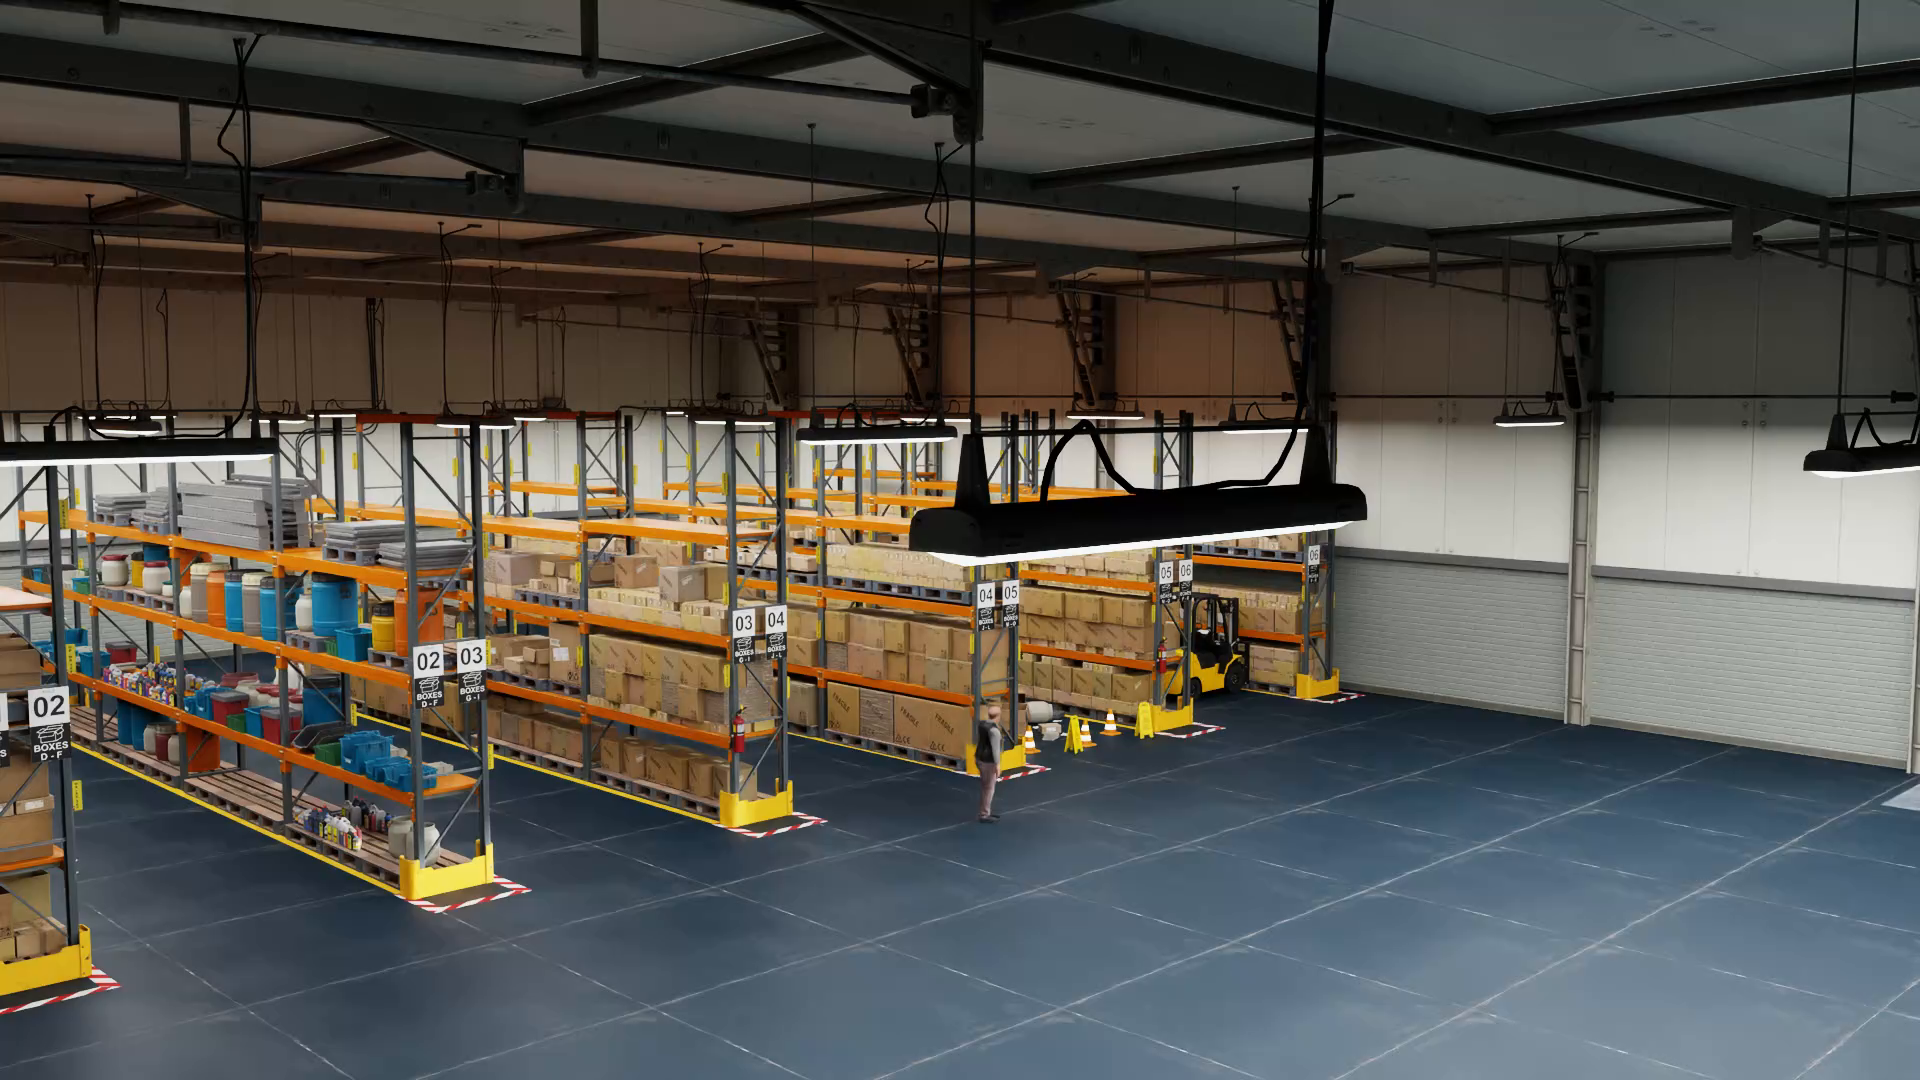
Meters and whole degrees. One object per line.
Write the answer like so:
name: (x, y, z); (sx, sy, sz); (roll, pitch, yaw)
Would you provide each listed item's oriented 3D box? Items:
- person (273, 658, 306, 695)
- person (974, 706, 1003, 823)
person: (-12.047, 2.894, 30.074); (0.935, 1.814, 0.786); (5, 7, 43)
person: (0.431, 3.330, 24.752); (0.389, 1.732, 0.574); (-2, 5, -18)
